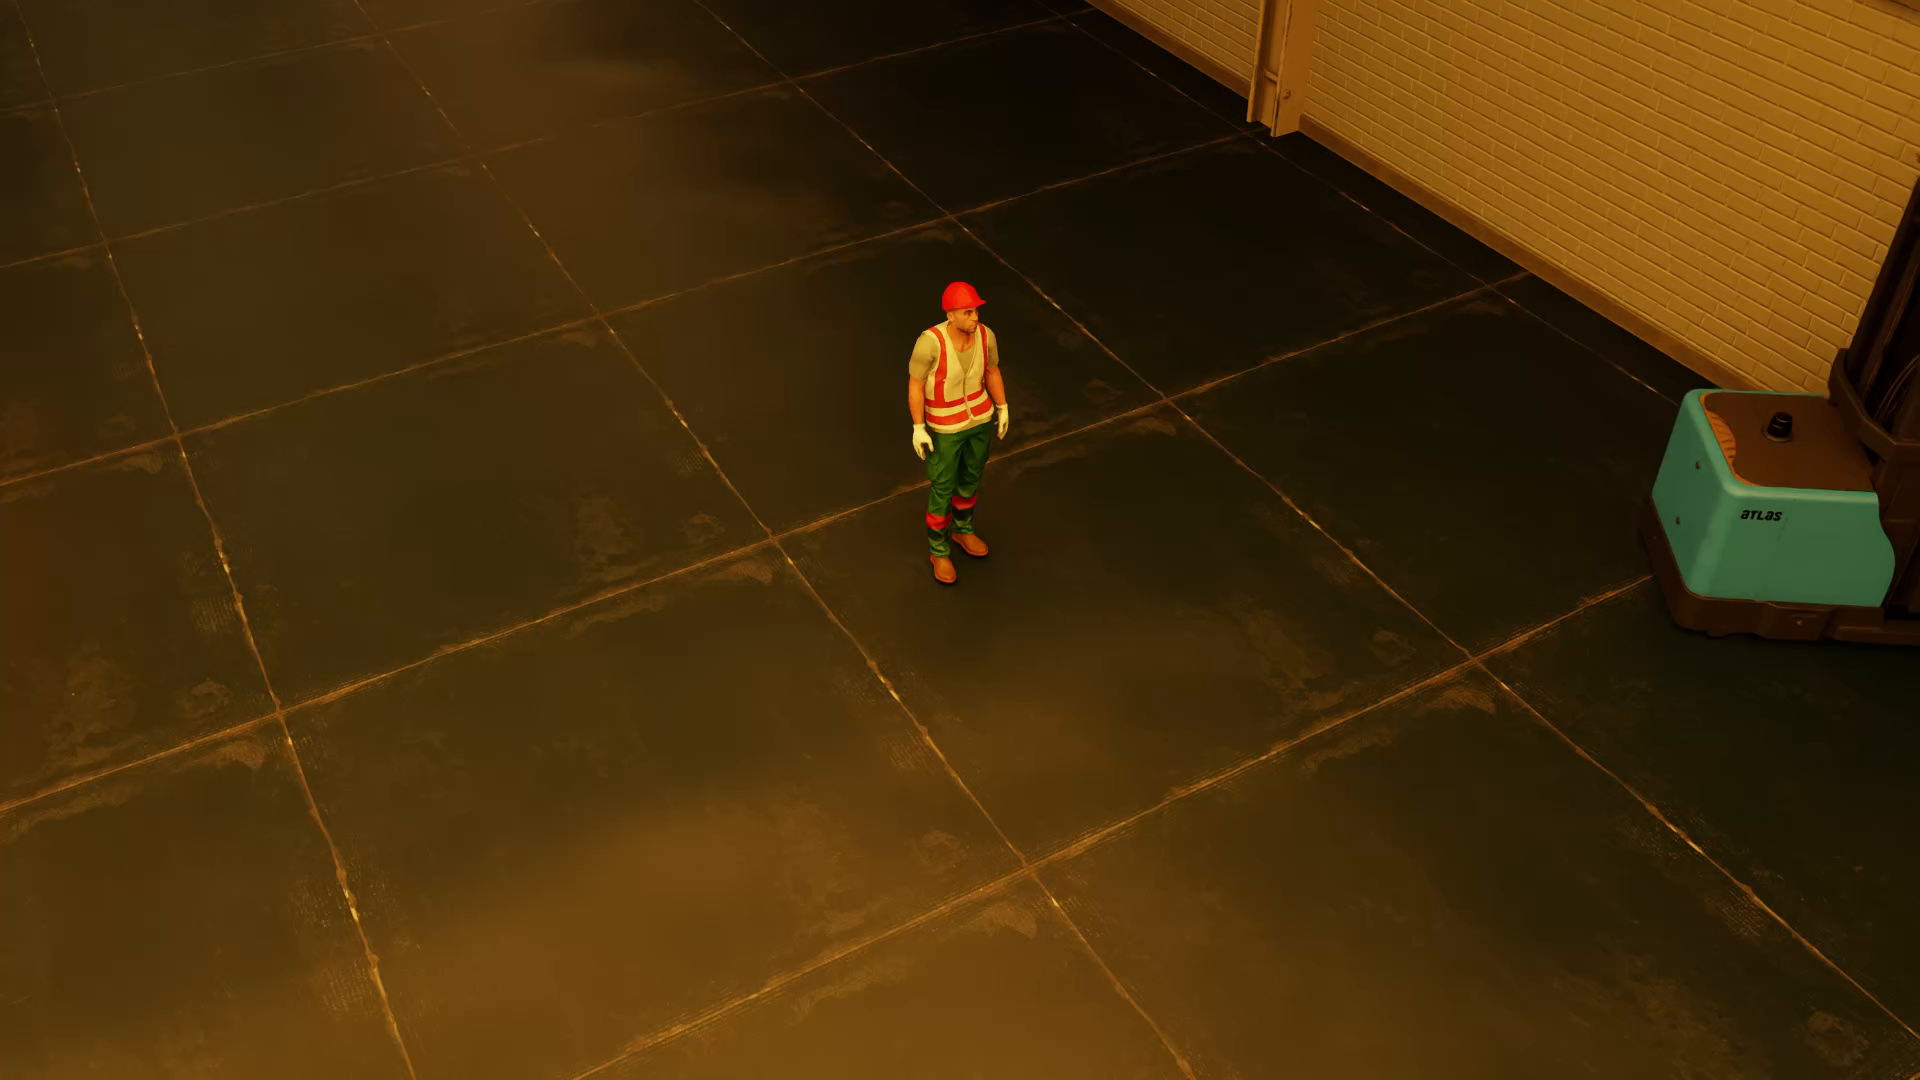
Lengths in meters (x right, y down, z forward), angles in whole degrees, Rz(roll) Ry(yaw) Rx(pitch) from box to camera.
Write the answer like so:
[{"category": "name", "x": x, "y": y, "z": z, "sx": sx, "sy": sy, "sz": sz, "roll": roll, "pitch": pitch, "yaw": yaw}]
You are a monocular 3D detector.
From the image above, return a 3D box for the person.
[{"category": "person", "x": 0.029, "y": -0.646, "z": 9.698, "sx": 0.637, "sy": 1.787, "sz": 0.564, "roll": -20, "pitch": 44, "yaw": -23}]

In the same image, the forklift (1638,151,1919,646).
[{"category": "forklift", "x": 5.688, "y": -0.810, "z": 9.013, "sx": 3.031, "sy": 2.935, "sz": 1.130, "roll": 3, "pitch": 40, "yaw": 4}]
